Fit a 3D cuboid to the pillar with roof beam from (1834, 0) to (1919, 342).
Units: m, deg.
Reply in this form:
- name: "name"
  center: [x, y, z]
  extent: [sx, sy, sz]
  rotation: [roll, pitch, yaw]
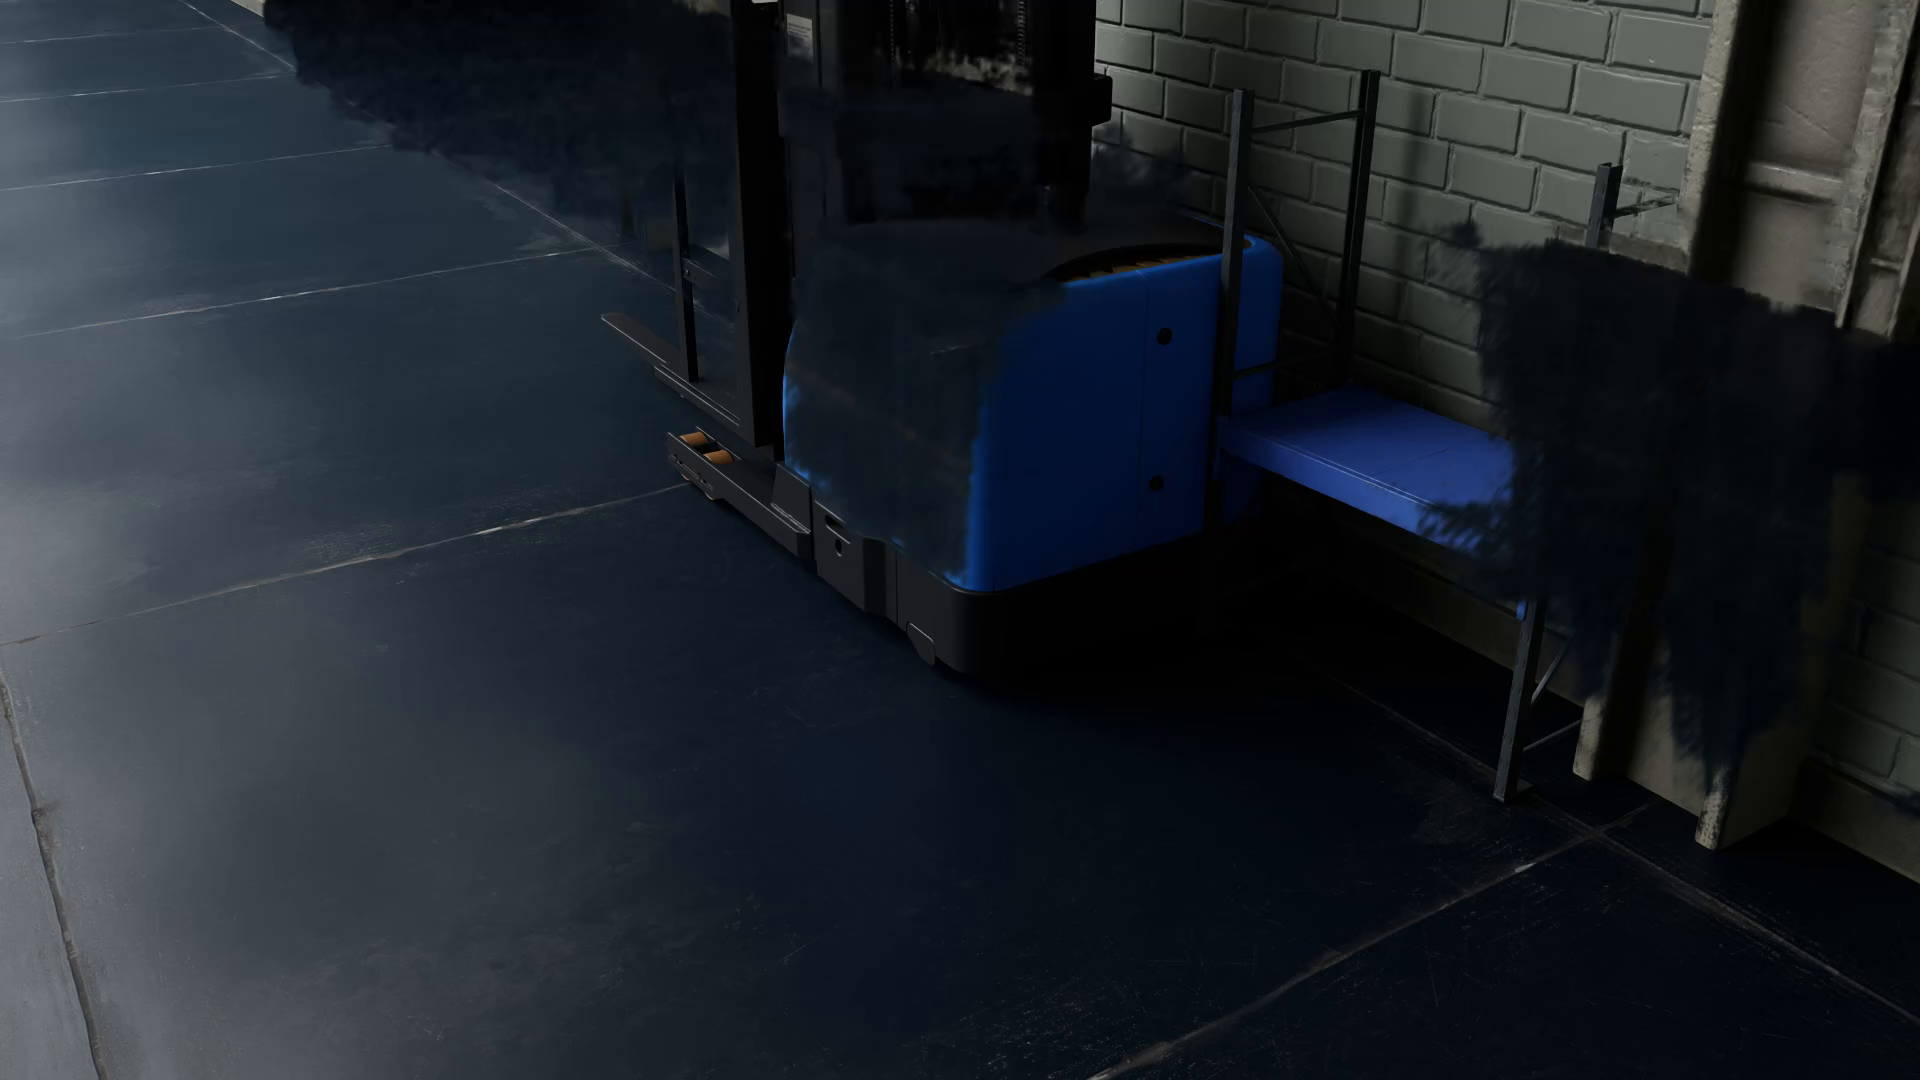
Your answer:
- name: "pillar with roof beam"
  center: [-5.155, -4.614, 4.483]
  extent: [9.100, 9.000, 0.400]
  rotation: [-16, 29, -30]

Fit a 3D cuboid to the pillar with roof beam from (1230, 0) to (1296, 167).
- name: "pillar with roof beam"
  center: [-8.430, -6.760, 9.029]
  extent: [9.100, 9.000, 0.400]
  rotation: [-16, 29, -30]
